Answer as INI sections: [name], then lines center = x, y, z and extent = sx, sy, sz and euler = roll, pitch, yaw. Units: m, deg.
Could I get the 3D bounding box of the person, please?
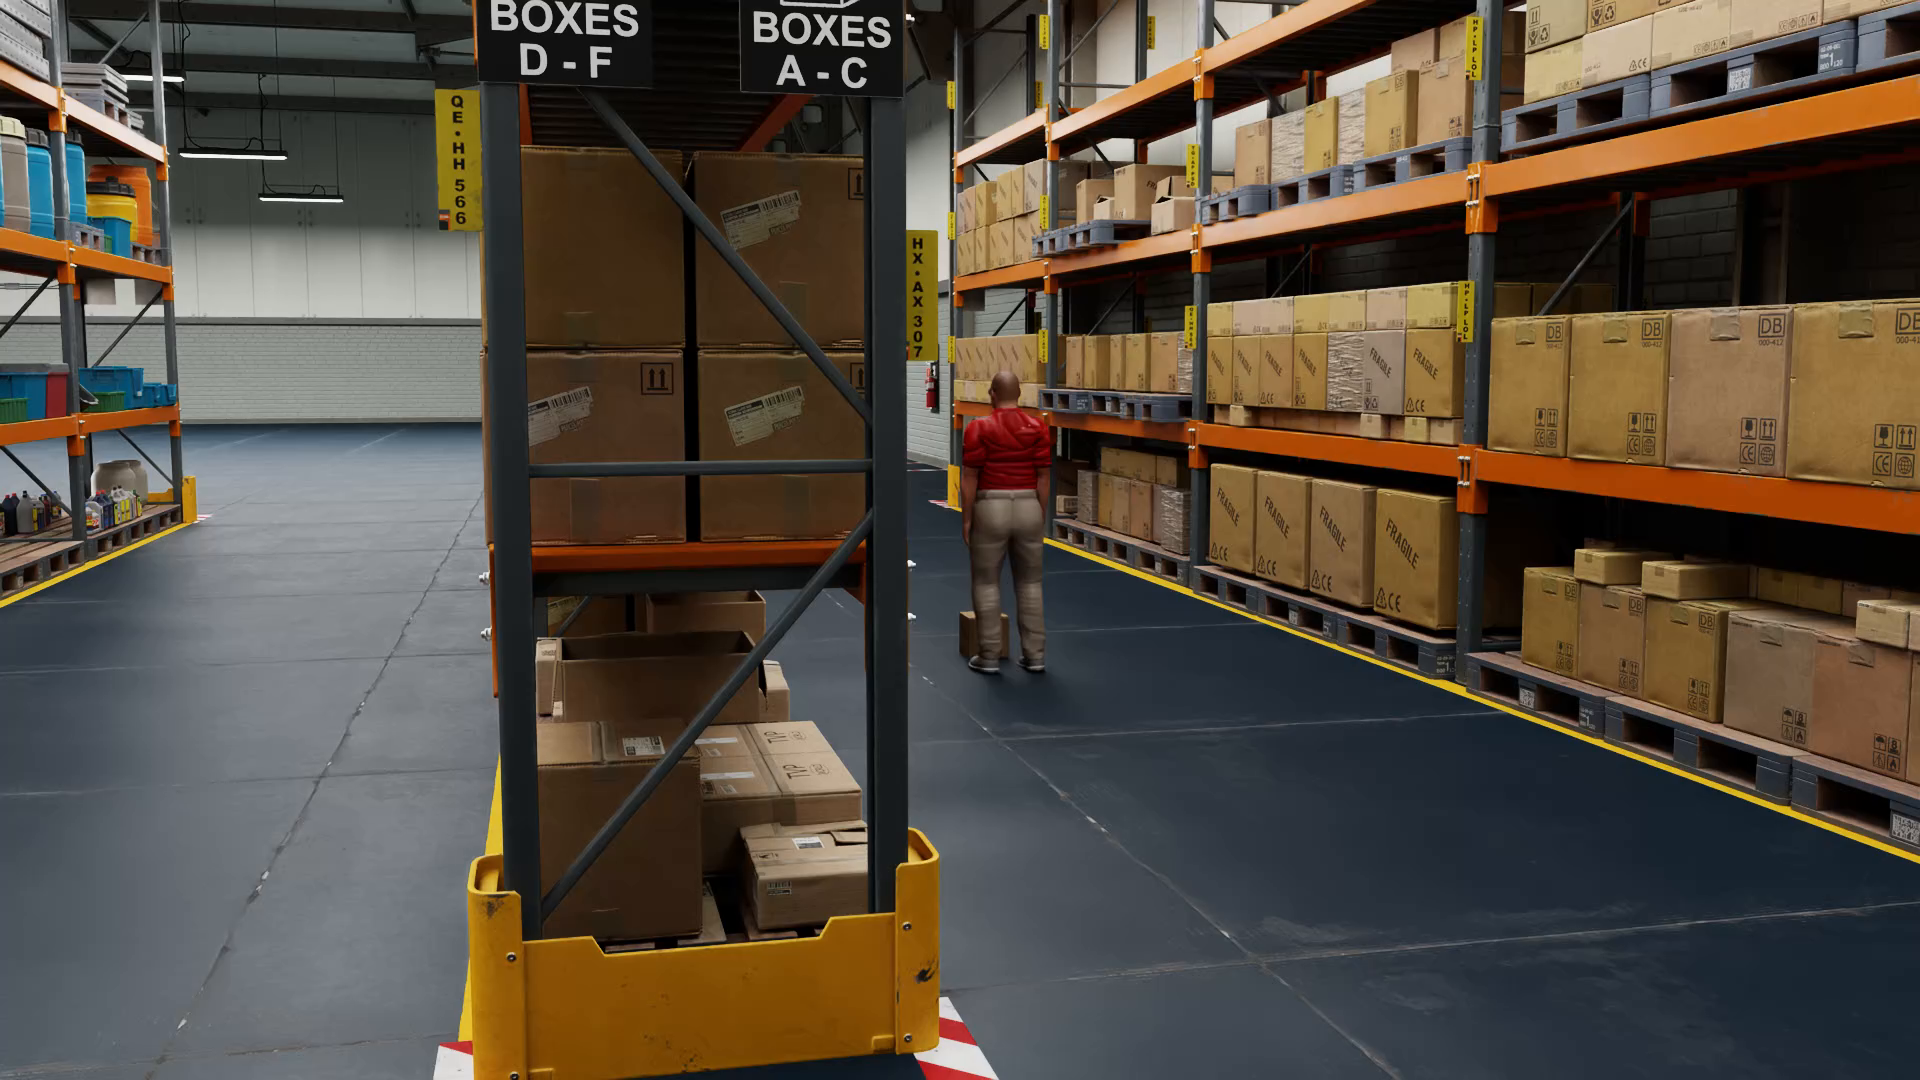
[person]
center = 0.249, -0.105, 9.551
extent = 0.526, 1.723, 0.361
euler = -1, 6, -12
